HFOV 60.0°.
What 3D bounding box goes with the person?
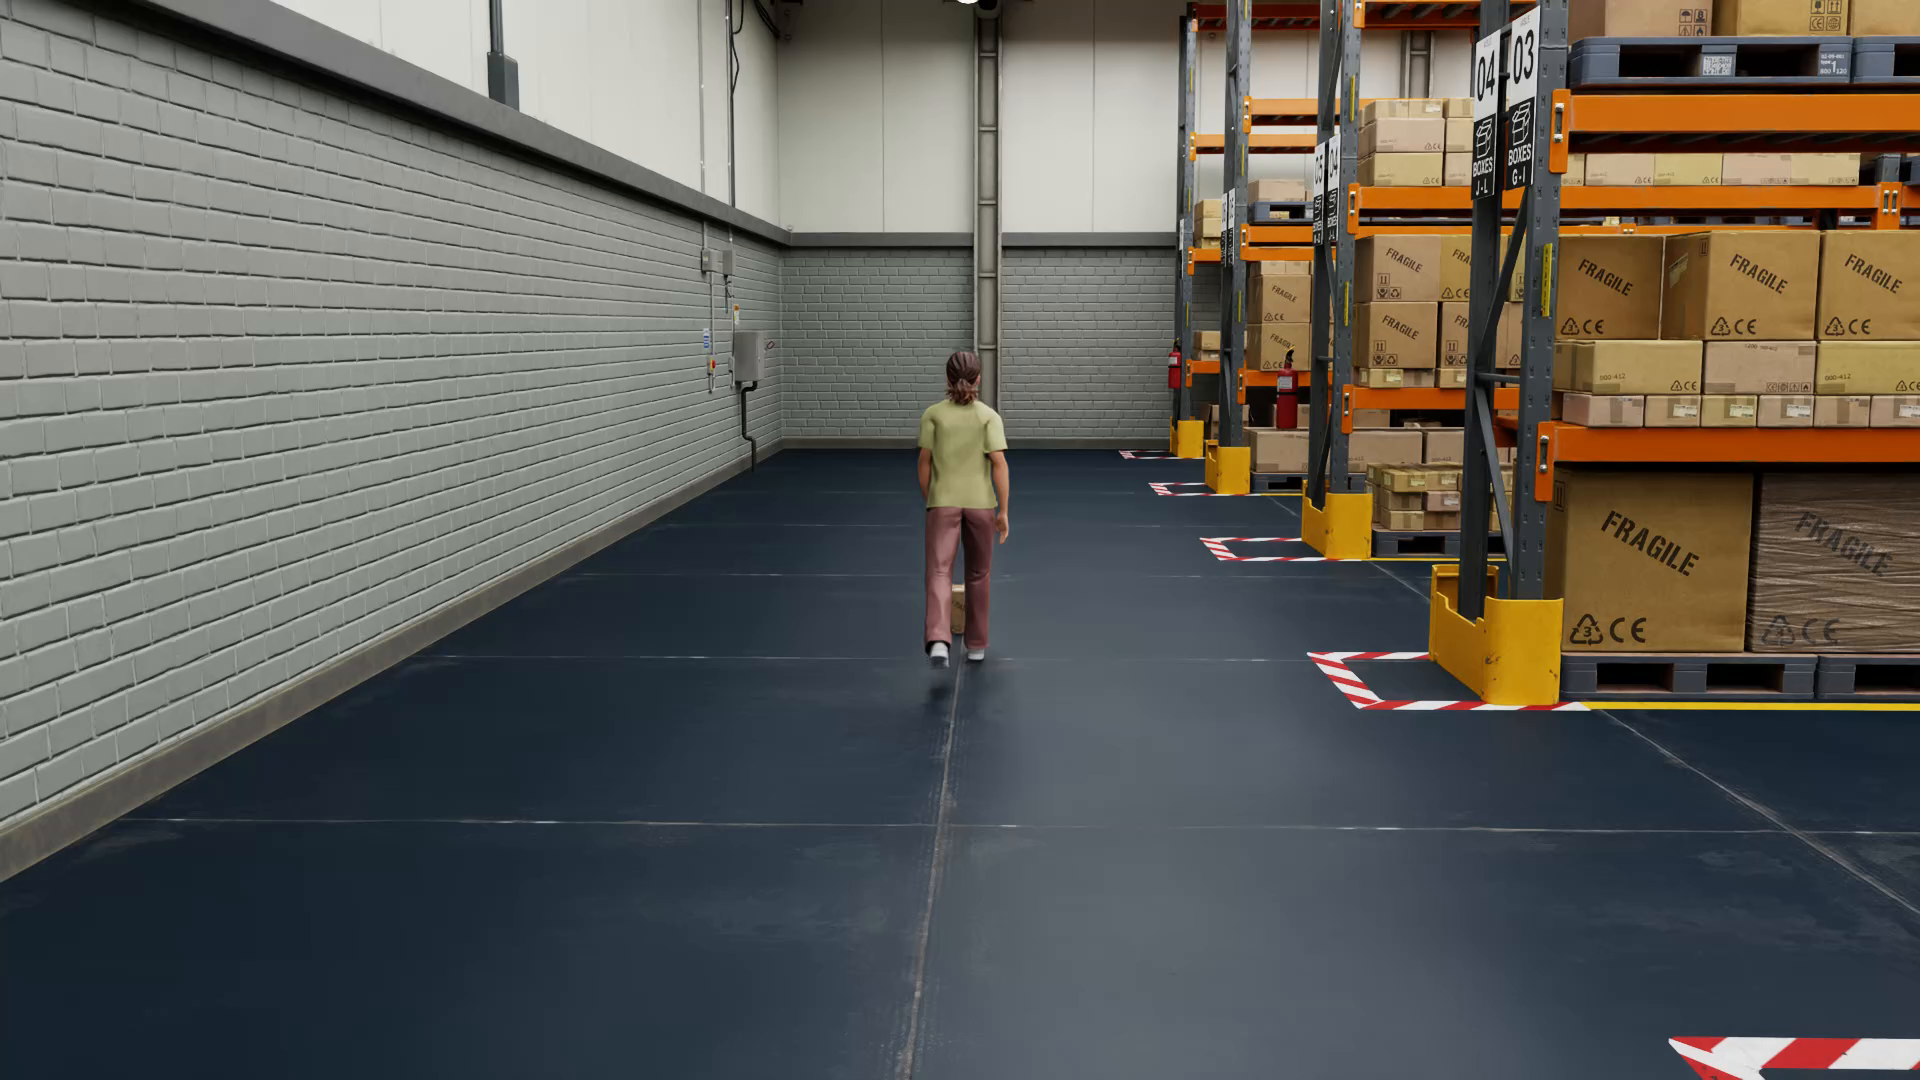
[{"bbox_3d":[0.014,-0.146,8.477,0.466,1.631,1.015,0,7,-2],"label":"person"}]
